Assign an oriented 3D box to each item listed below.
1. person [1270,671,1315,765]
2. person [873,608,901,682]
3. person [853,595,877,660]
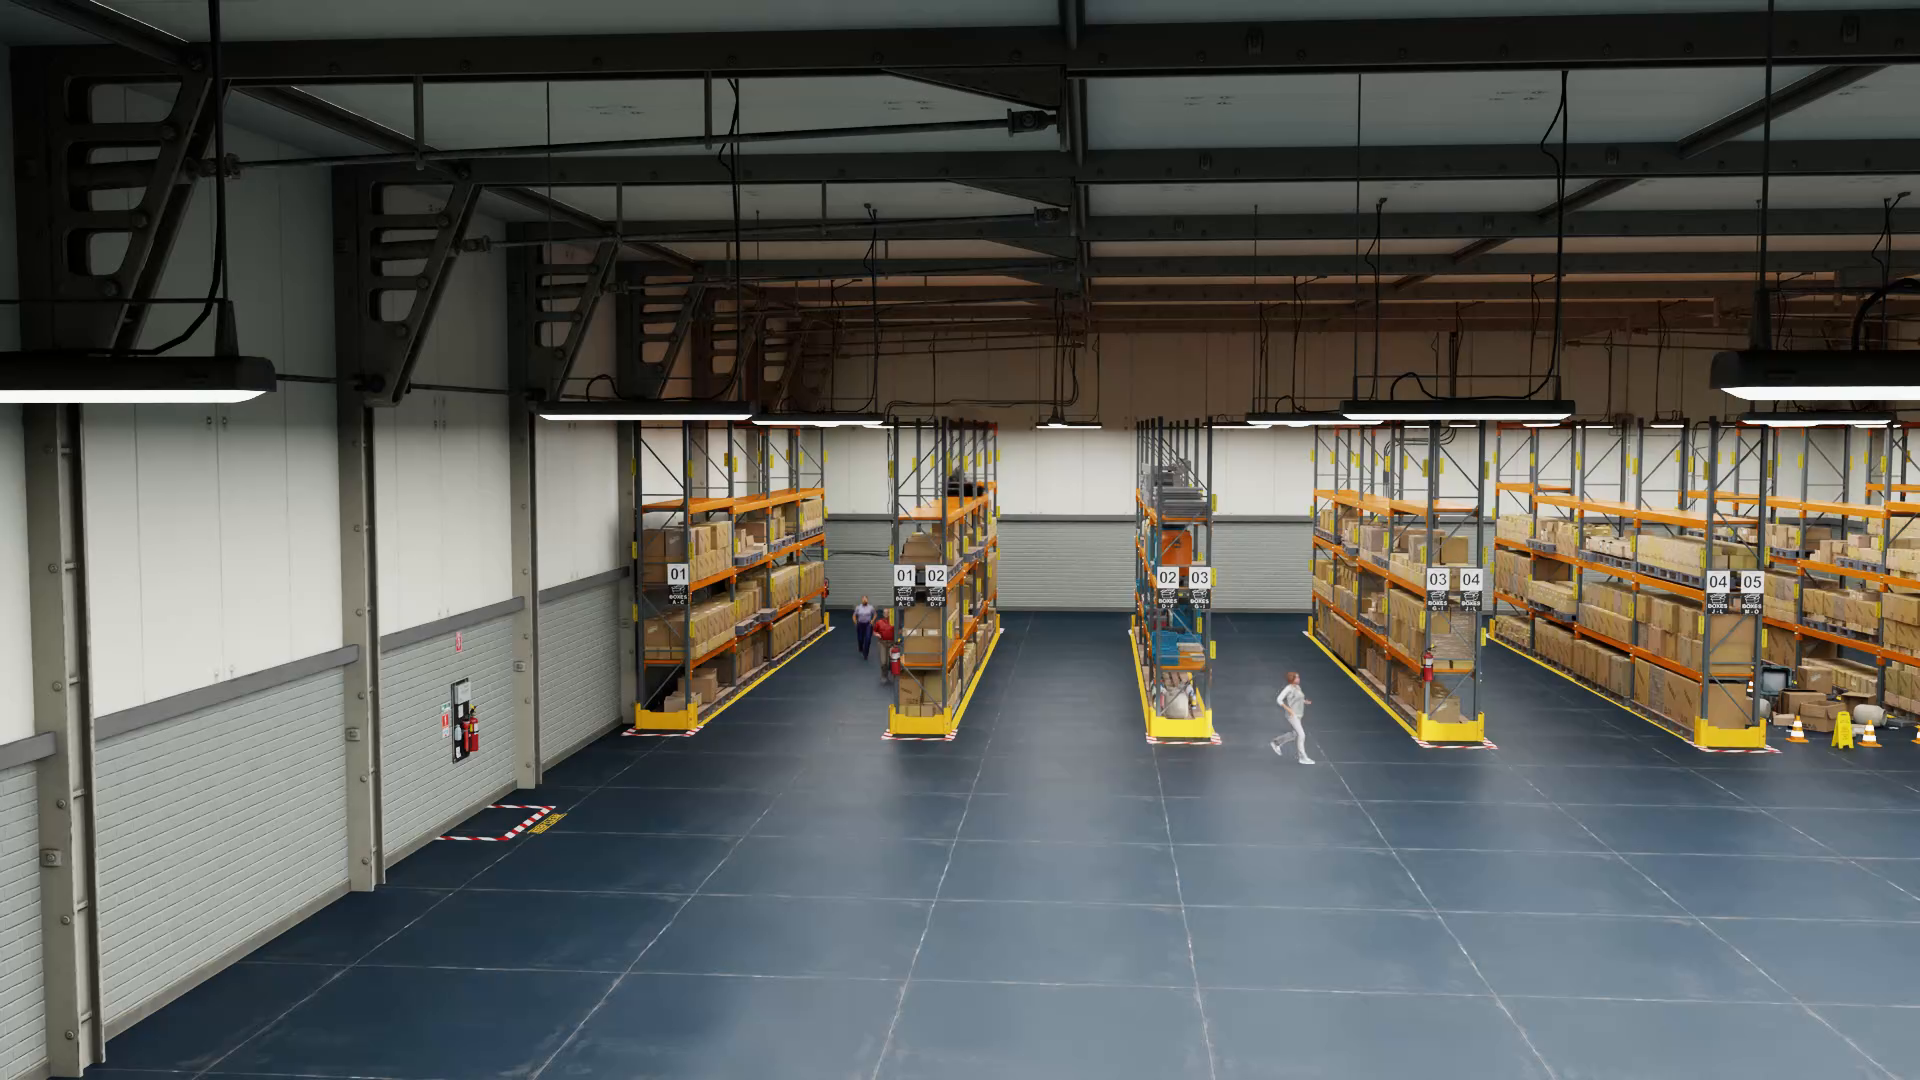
[{"bbox_3d":[5.732,3.047,28.683,0.859,1.574,0.545,3,5,35],"label":"person"},{"bbox_3d":[-1.655,2.412,37.774,0.648,1.693,0.599,0,4,-3],"label":"person"},{"bbox_3d":[-2.396,2.199,41.944,0.614,1.609,0.575,0,4,-2],"label":"person"}]
